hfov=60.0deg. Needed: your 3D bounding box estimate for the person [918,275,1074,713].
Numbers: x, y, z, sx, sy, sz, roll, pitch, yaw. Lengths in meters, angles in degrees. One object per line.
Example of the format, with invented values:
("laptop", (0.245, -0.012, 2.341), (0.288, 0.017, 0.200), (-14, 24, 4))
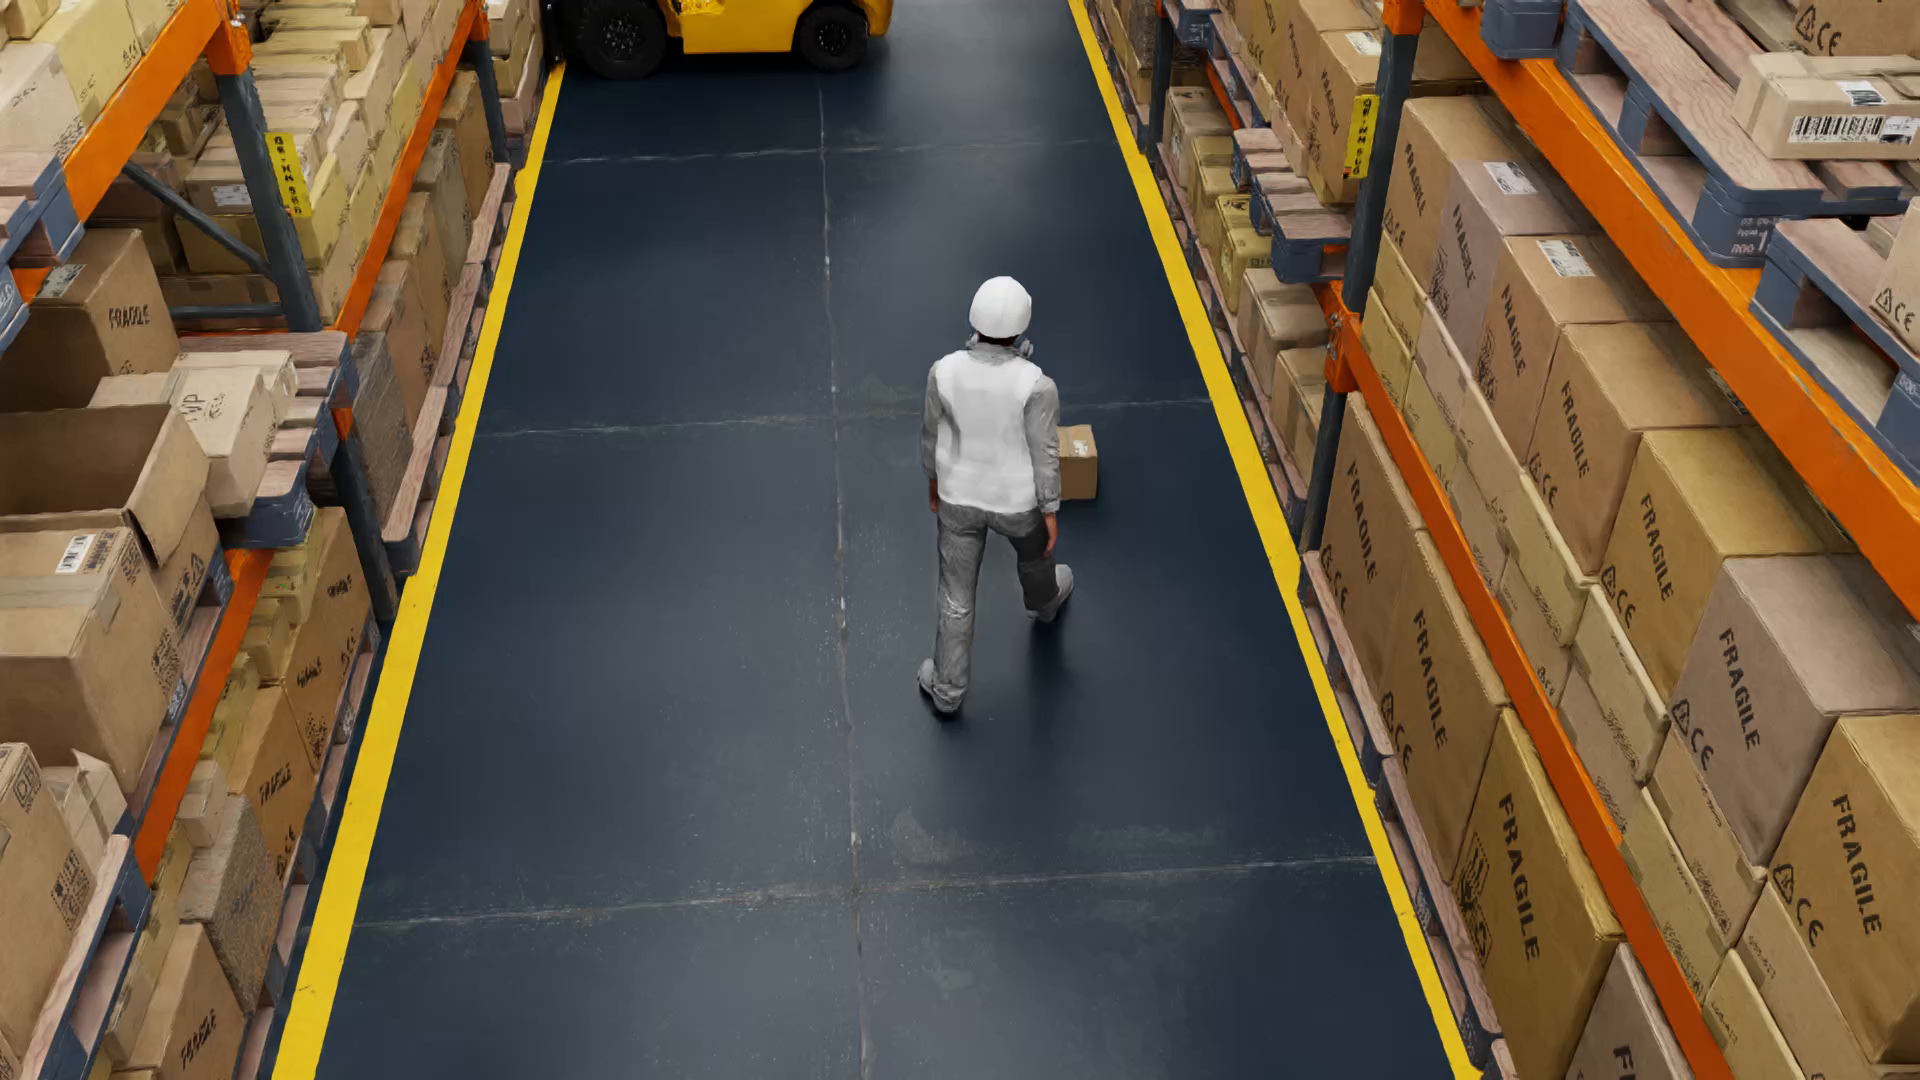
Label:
("person", (0.133, -0.226, 6.439), (0.582, 1.735, 0.945), (10, 40, 12))
